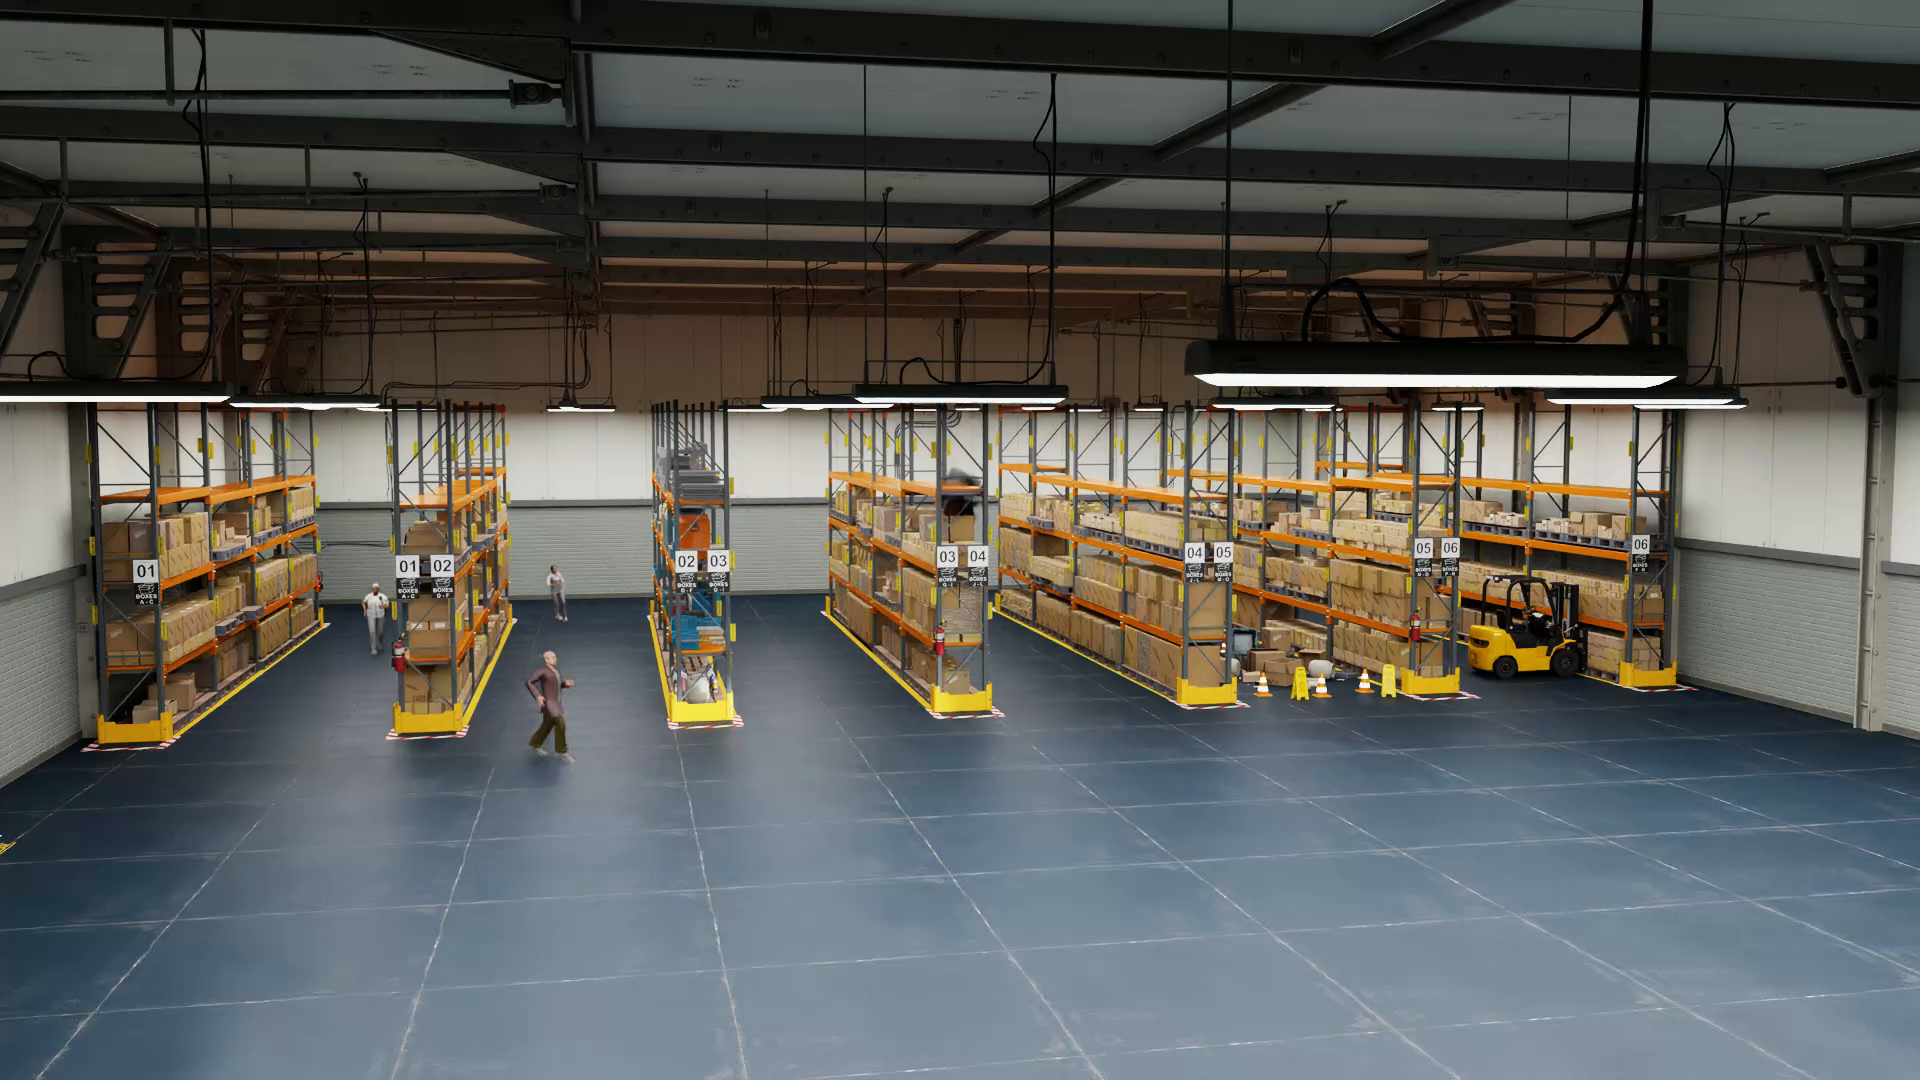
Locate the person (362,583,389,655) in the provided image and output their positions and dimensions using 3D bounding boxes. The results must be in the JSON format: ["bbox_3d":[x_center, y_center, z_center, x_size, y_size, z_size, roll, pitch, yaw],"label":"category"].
[{"bbox_3d":[-14.009,1.866,39.911,0.601,1.663,0.936,-2,5,-23],"label":"person"}]

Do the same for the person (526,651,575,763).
[{"bbox_3d":[-6.782,2.751,27.500,0.910,1.836,0.681,1,4,9],"label":"person"}]

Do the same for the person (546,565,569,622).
[{"bbox_3d":[-11.183,1.530,45.991,0.567,1.536,0.640,-3,5,-31],"label":"person"}]
